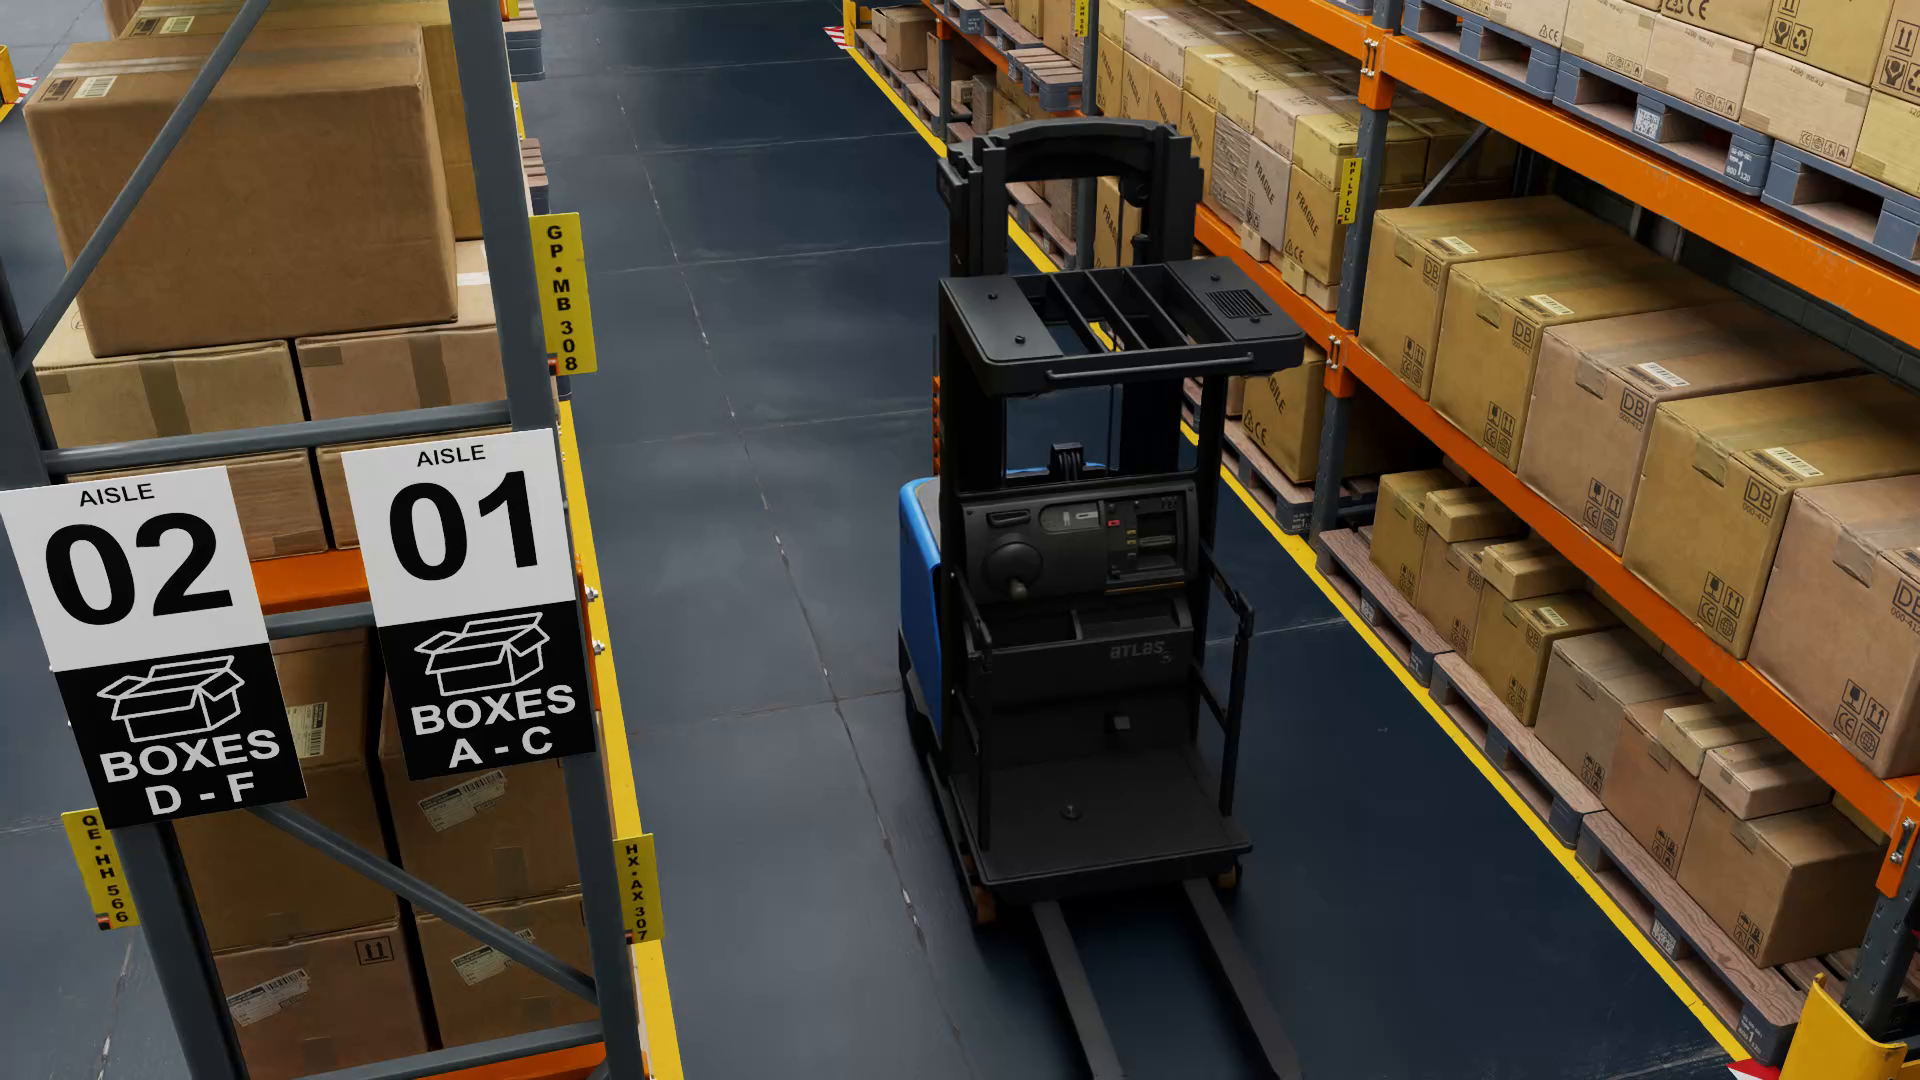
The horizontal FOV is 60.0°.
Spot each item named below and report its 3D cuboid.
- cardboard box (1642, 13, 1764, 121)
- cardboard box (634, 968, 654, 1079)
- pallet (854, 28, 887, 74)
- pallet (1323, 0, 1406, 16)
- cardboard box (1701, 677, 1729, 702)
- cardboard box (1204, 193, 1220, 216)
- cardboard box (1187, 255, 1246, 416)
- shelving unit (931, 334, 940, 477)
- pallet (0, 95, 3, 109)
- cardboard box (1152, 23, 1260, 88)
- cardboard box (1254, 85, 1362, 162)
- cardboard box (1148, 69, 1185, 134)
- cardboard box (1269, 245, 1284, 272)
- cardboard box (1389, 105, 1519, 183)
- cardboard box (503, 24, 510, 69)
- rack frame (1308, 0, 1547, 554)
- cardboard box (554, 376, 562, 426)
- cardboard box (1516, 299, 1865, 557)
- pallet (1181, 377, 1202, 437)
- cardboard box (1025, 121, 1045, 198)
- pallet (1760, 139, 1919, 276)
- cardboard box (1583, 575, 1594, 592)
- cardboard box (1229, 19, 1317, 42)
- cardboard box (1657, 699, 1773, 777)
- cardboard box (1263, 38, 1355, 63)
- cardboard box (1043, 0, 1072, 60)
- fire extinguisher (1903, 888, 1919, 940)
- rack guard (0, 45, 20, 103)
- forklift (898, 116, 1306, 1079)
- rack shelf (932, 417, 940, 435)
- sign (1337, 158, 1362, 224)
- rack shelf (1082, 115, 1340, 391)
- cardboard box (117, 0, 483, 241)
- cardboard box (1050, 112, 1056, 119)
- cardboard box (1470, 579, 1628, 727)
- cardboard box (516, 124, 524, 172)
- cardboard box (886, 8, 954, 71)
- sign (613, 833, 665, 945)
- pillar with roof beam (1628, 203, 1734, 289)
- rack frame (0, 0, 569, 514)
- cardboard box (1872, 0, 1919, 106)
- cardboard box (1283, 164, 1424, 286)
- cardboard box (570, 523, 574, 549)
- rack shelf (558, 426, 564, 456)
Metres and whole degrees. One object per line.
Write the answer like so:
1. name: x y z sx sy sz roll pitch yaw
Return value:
1. cardboard box: 2.754 -1.659 5.759 0.500 0.250 0.500 -9 31 -15
2. cardboard box: -1.292 1.738 5.559 0.500 0.250 0.500 -8 31 -13
3. pallet: -0.559 -5.467 18.485 1.003 0.211 1.213 -8 31 -13
4. pallet: 2.134 -2.964 8.573 0.805 0.209 1.217 -9 31 -15
5. cardboard box: 3.229 0.582 6.678 0.380 0.149 0.250 -8 31 -13
6. cardboard box: 1.708 -2.087 10.092 0.380 0.149 0.250 -7 31 -12
7. cardboard box: 1.888 -1.289 10.210 0.750 0.750 0.750 -7 31 -12
8. shelving unit: -0.004 -0.526 8.962 0.258 1.200 0.189 -8 31 -13
9. pallet: -10.036 -4.160 16.227 1.003 0.211 1.213 -8 31 -13
10. cardboard box: 1.515 -2.996 10.266 0.500 0.250 0.500 -8 31 -13
11. cardboard box: 1.928 -2.257 8.990 0.500 0.250 0.500 -7 31 -12
12. cardboard box: 1.506 -2.662 10.439 0.500 0.500 0.500 -8 31 -13
13. cardboard box: 1.947 -1.588 9.230 0.380 0.149 0.250 -7 31 -12
14. cardboard box: 2.554 -2.074 8.674 0.500 0.250 0.500 -7 31 -12
15. cardboard box: -1.959 -1.903 6.199 0.500 0.250 0.500 -8 31 -13
16. rack frame: 2.425 -1.312 8.523 1.000 3.000 0.127 -8 31 -13
17. cardboard box: -1.300 -0.478 4.238 0.500 0.250 0.500 -8 31 -13
18. cardboard box: 2.944 -0.475 6.776 0.980 0.700 0.700 -9 31 -16
19. pallet: 1.820 -1.058 10.868 1.003 0.211 1.213 -8 31 -13
20. cardboard box: 0.938 -3.194 13.830 0.700 0.500 0.500 -8 31 -14
21. pallet: 3.279 -0.997 5.073 1.003 0.211 1.213 -8 31 -13
22. cardboard box: 2.956 0.089 7.531 0.380 0.149 0.250 -8 31 -13
23. cardboard box: 2.000 -3.066 10.388 0.500 0.250 0.500 -9 31 -15
24. cardboard box: 2.926 0.753 6.383 0.380 0.149 0.250 -7 31 -12
25. cardboard box: 2.136 -2.820 9.963 0.500 0.250 0.500 -9 31 -14
26. cardboard box: 1.054 -3.970 12.576 0.700 0.500 0.500 -11 32 -18
27. fire extinguisher: 3.082 0.949 5.066 0.296 0.674 0.183 -8 31 -13
28. rack guard: -10.246 -4.679 16.834 1.175 0.500 0.348 -8 31 -13
29. forklift: 0.518 0.055 6.229 1.130 2.935 3.031 -6 31 -11
30. rack shelf: -0.004 -0.592 8.924 0.258 0.103 0.180 -8 31 -13
31. sign: 1.904 -1.702 8.120 0.100 0.325 0.005 -8 31 -13
32. rack shelf: 1.894 -1.967 10.372 1.077 0.370 4.000 -8 31 -13
33. cardboard box: -1.492 -0.993 3.879 0.700 0.500 0.500 -8 31 -13
34. cardboard box: 1.031 -3.302 13.268 0.500 0.250 0.500 -7 31 -12
35. cardboard box: 2.789 0.454 7.548 0.700 0.500 0.500 -7 31 -12
36. cardboard box: -1.439 -0.935 4.528 0.500 0.250 0.500 -8 31 -13
37. cardboard box: -0.366 -5.234 17.355 0.700 0.500 0.500 -10 31 -16
38. sign: -0.765 0.833 3.952 0.100 0.325 0.005 -8 31 -13
39. pillar with roof beam: -0.706 -3.113 5.646 9.100 9.000 0.400 -8 31 -13
40. rack frame: -1.289 -1.316 2.541 1.000 3.000 0.127 -8 31 -13
41. cardboard box: 3.029 -1.481 4.701 0.500 0.500 0.500 -8 31 -13
42. cardboard box: 2.059 -1.682 8.746 0.500 0.500 0.500 -8 31 -14
43. cardboard box: -1.298 0.303 4.634 0.500 0.500 0.500 -8 31 -13
44. rack shelf: -2.881 -1.307 9.231 1.077 0.370 4.000 -8 31 -13
